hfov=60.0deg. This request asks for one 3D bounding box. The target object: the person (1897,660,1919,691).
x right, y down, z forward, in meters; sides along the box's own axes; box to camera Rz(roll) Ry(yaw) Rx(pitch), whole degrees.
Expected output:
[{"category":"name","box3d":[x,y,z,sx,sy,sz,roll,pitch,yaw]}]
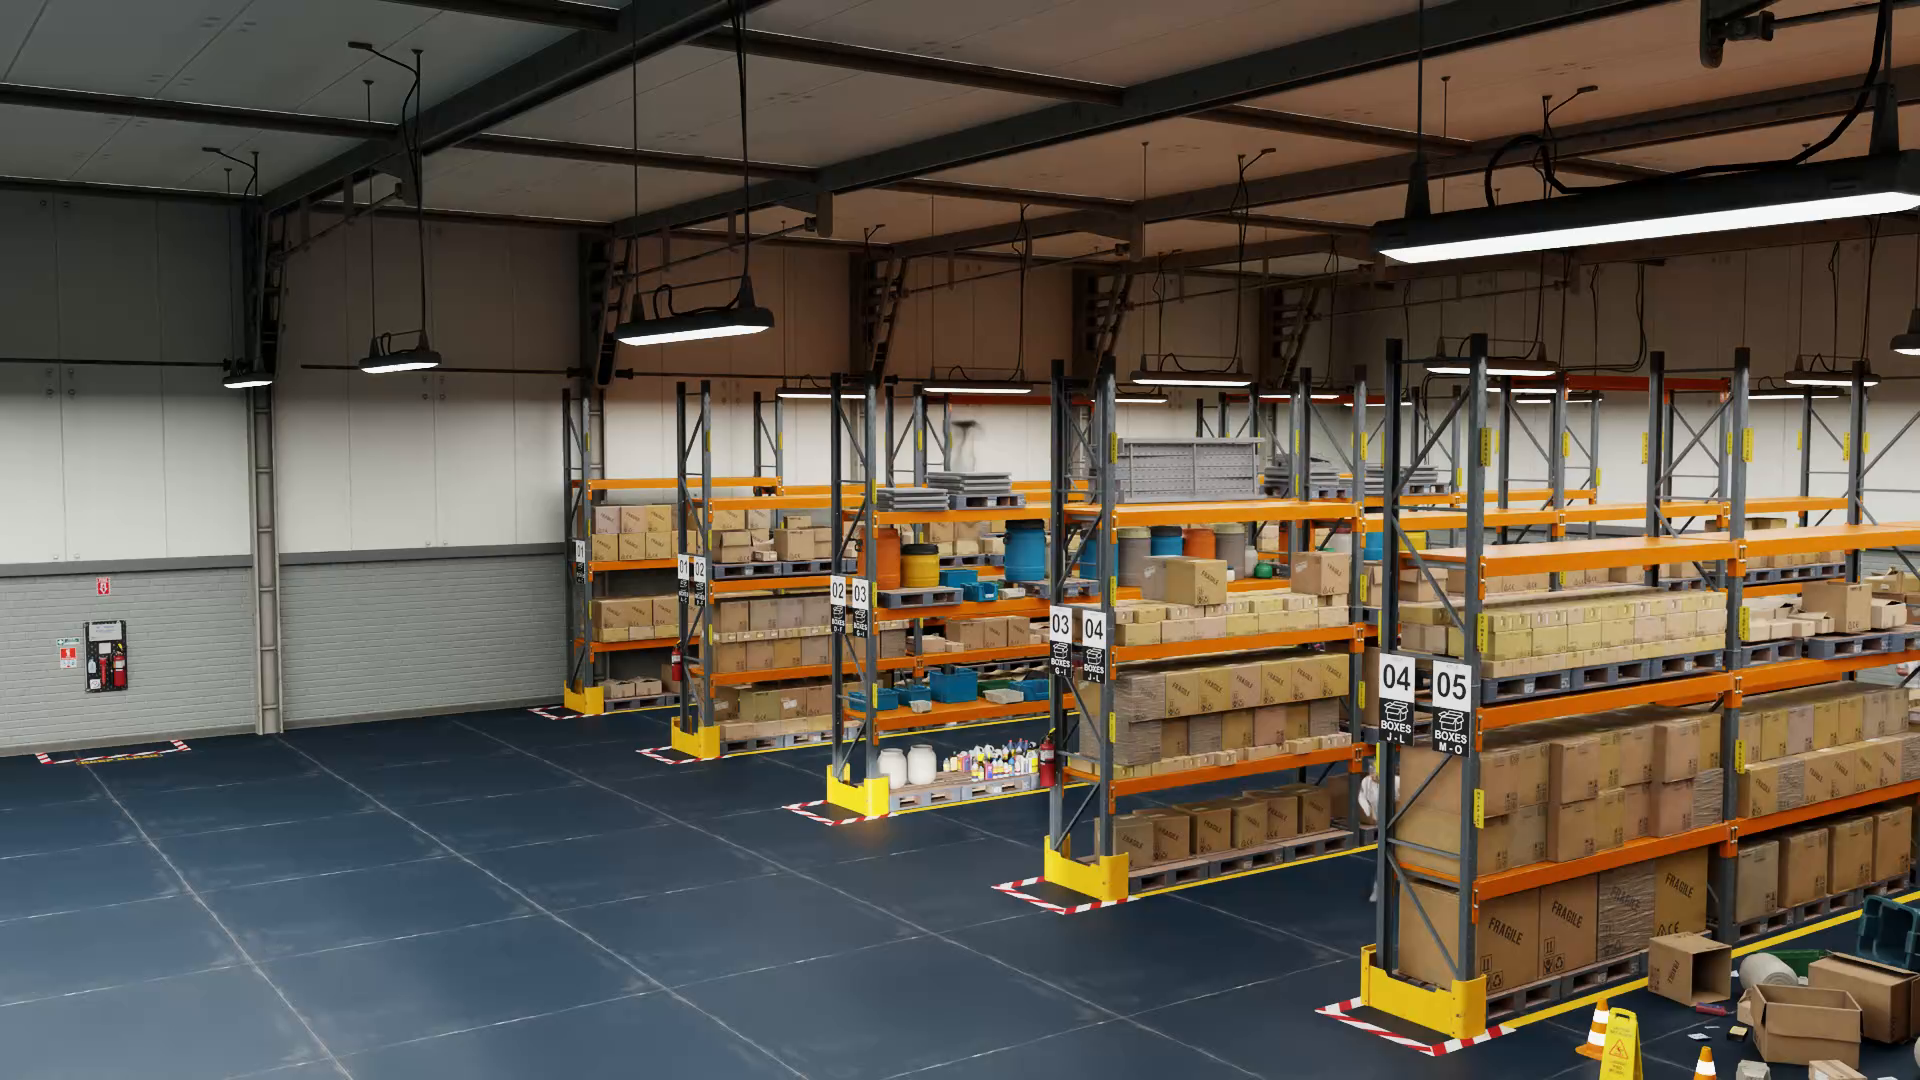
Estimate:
[{"category":"person","box3d":[15.934,2.495,27.641,0.674,1.838,0.876,2,4,25]}]

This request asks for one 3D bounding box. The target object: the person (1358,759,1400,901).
[{"category":"person","box3d":[4.841,3.204,18.646,0.655,1.624,0.956,3,5,38]}]
